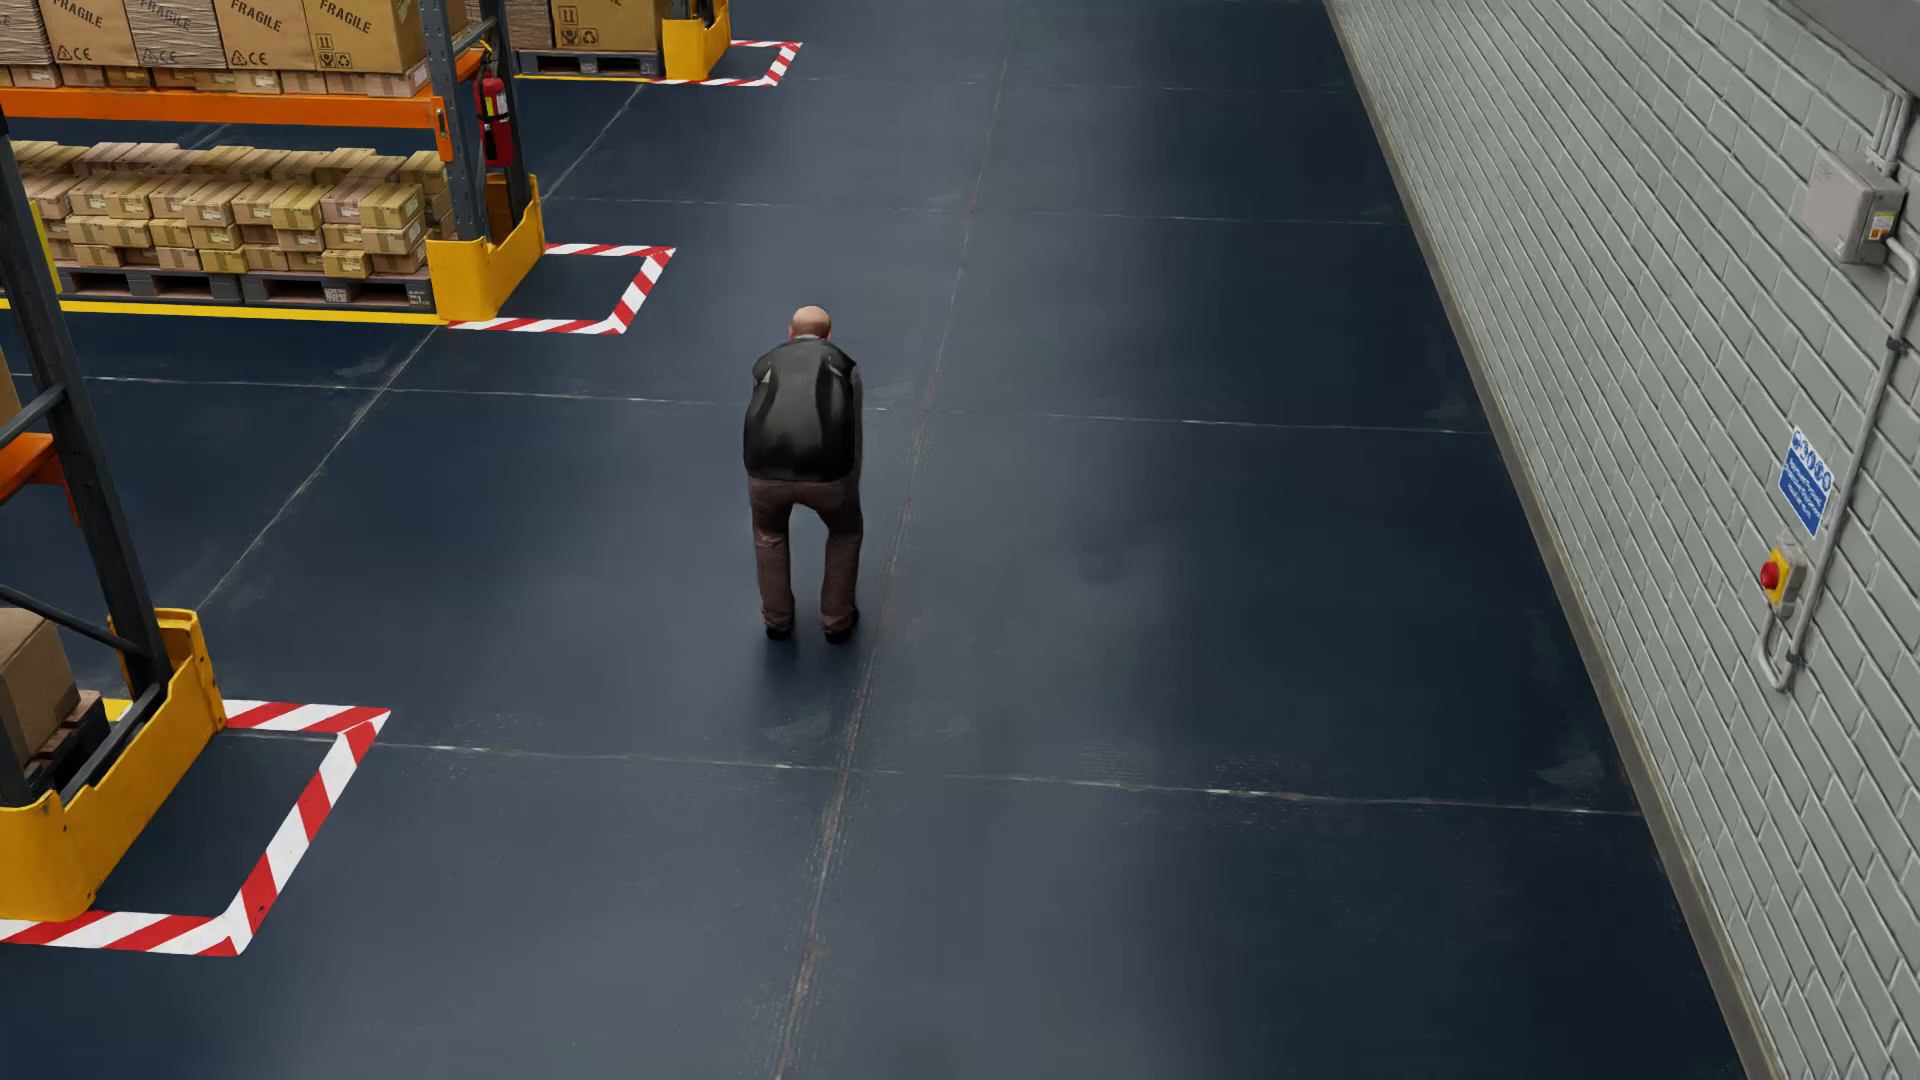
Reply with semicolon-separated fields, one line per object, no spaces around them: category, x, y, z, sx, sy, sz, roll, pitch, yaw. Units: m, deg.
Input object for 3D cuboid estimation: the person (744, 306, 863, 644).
person;-0.639;-0.267;7.046;0.475;1.245;0.897;1;32;2
